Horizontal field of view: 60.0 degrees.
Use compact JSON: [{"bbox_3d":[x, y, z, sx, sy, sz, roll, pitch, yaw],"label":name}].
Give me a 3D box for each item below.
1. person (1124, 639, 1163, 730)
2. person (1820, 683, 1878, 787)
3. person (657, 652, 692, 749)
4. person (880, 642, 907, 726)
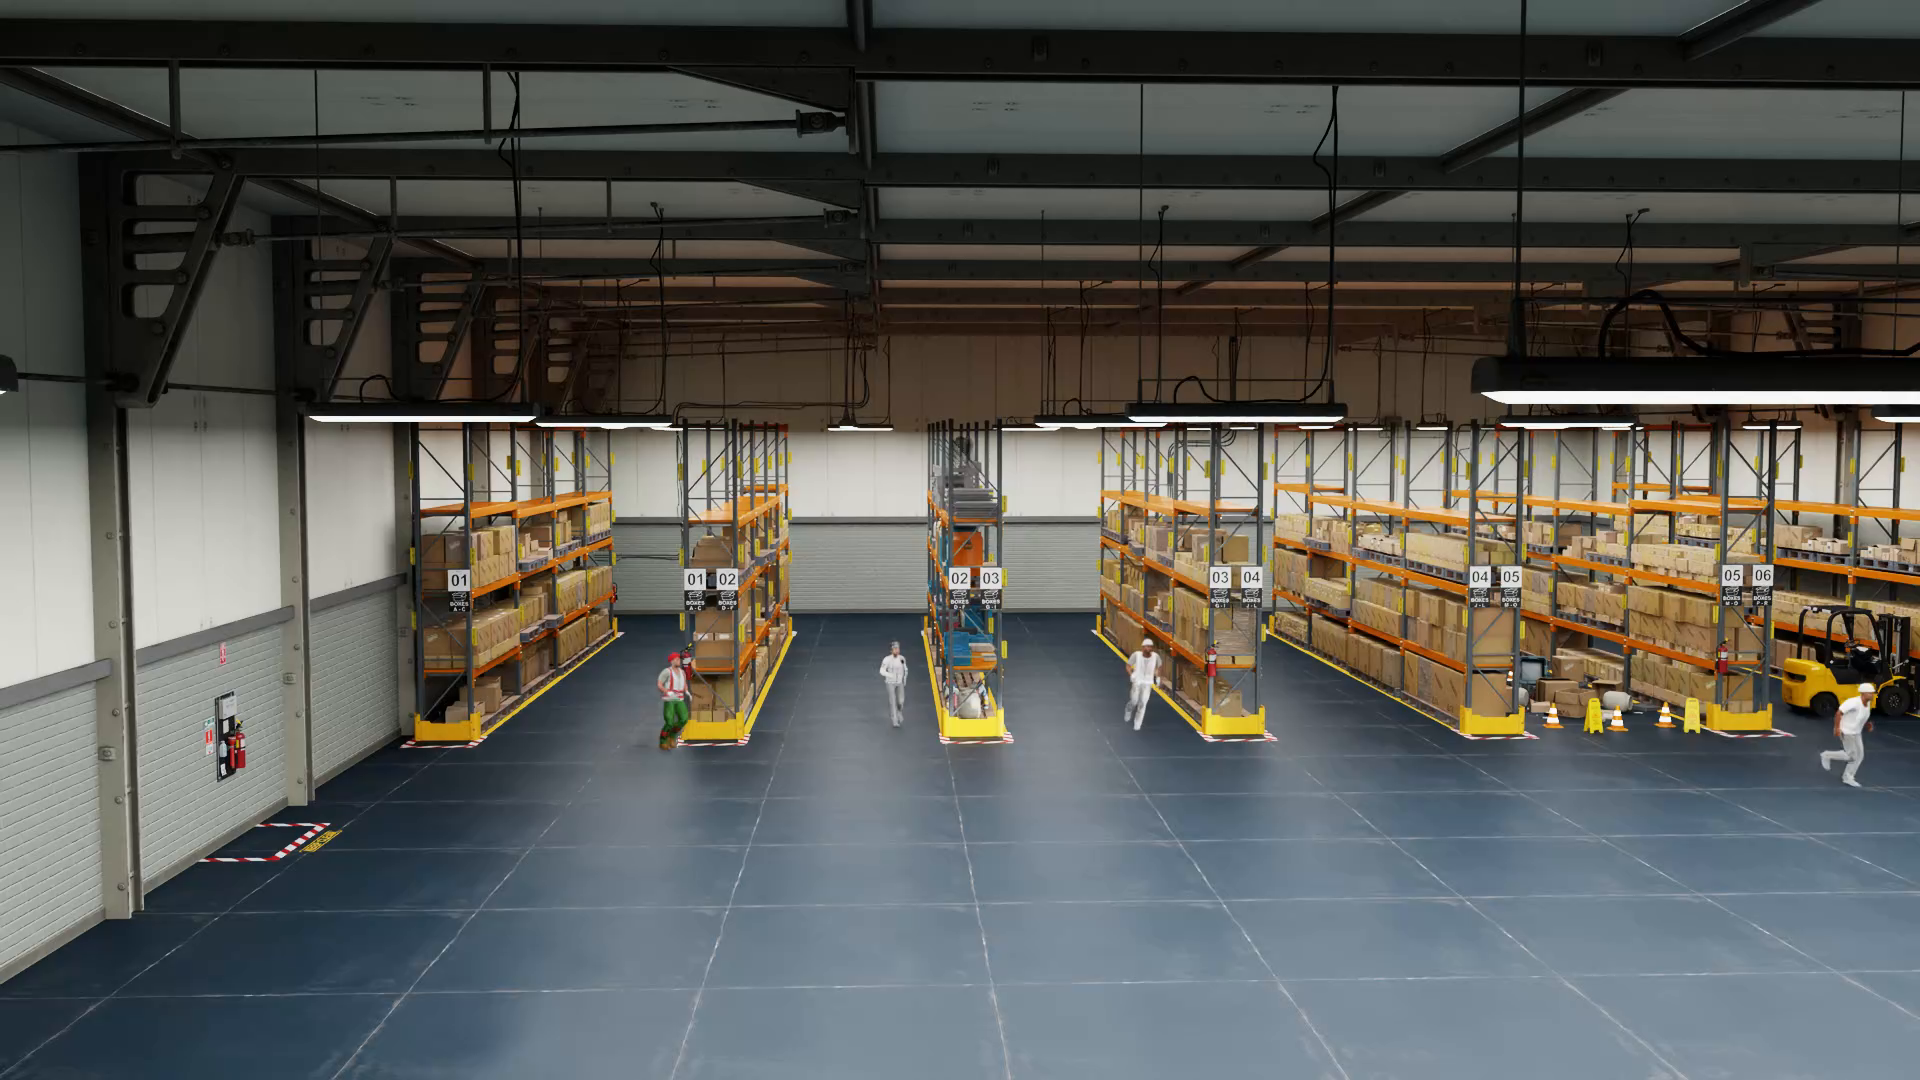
[{"bbox_3d":[3.593,2.792,32.464,0.736,1.741,0.732,0,4,-6],"label":"person"},{"bbox_3d":[14.533,3.158,27.183,0.697,1.694,0.843,-3,5,-40],"label":"person"},{"bbox_3d":[-5.149,2.914,30.157,0.553,1.736,0.737,3,5,43],"label":"person"},{"bbox_3d":[-1.262,2.811,32.456,0.595,1.665,0.545,-1,4,-18],"label":"person"}]
